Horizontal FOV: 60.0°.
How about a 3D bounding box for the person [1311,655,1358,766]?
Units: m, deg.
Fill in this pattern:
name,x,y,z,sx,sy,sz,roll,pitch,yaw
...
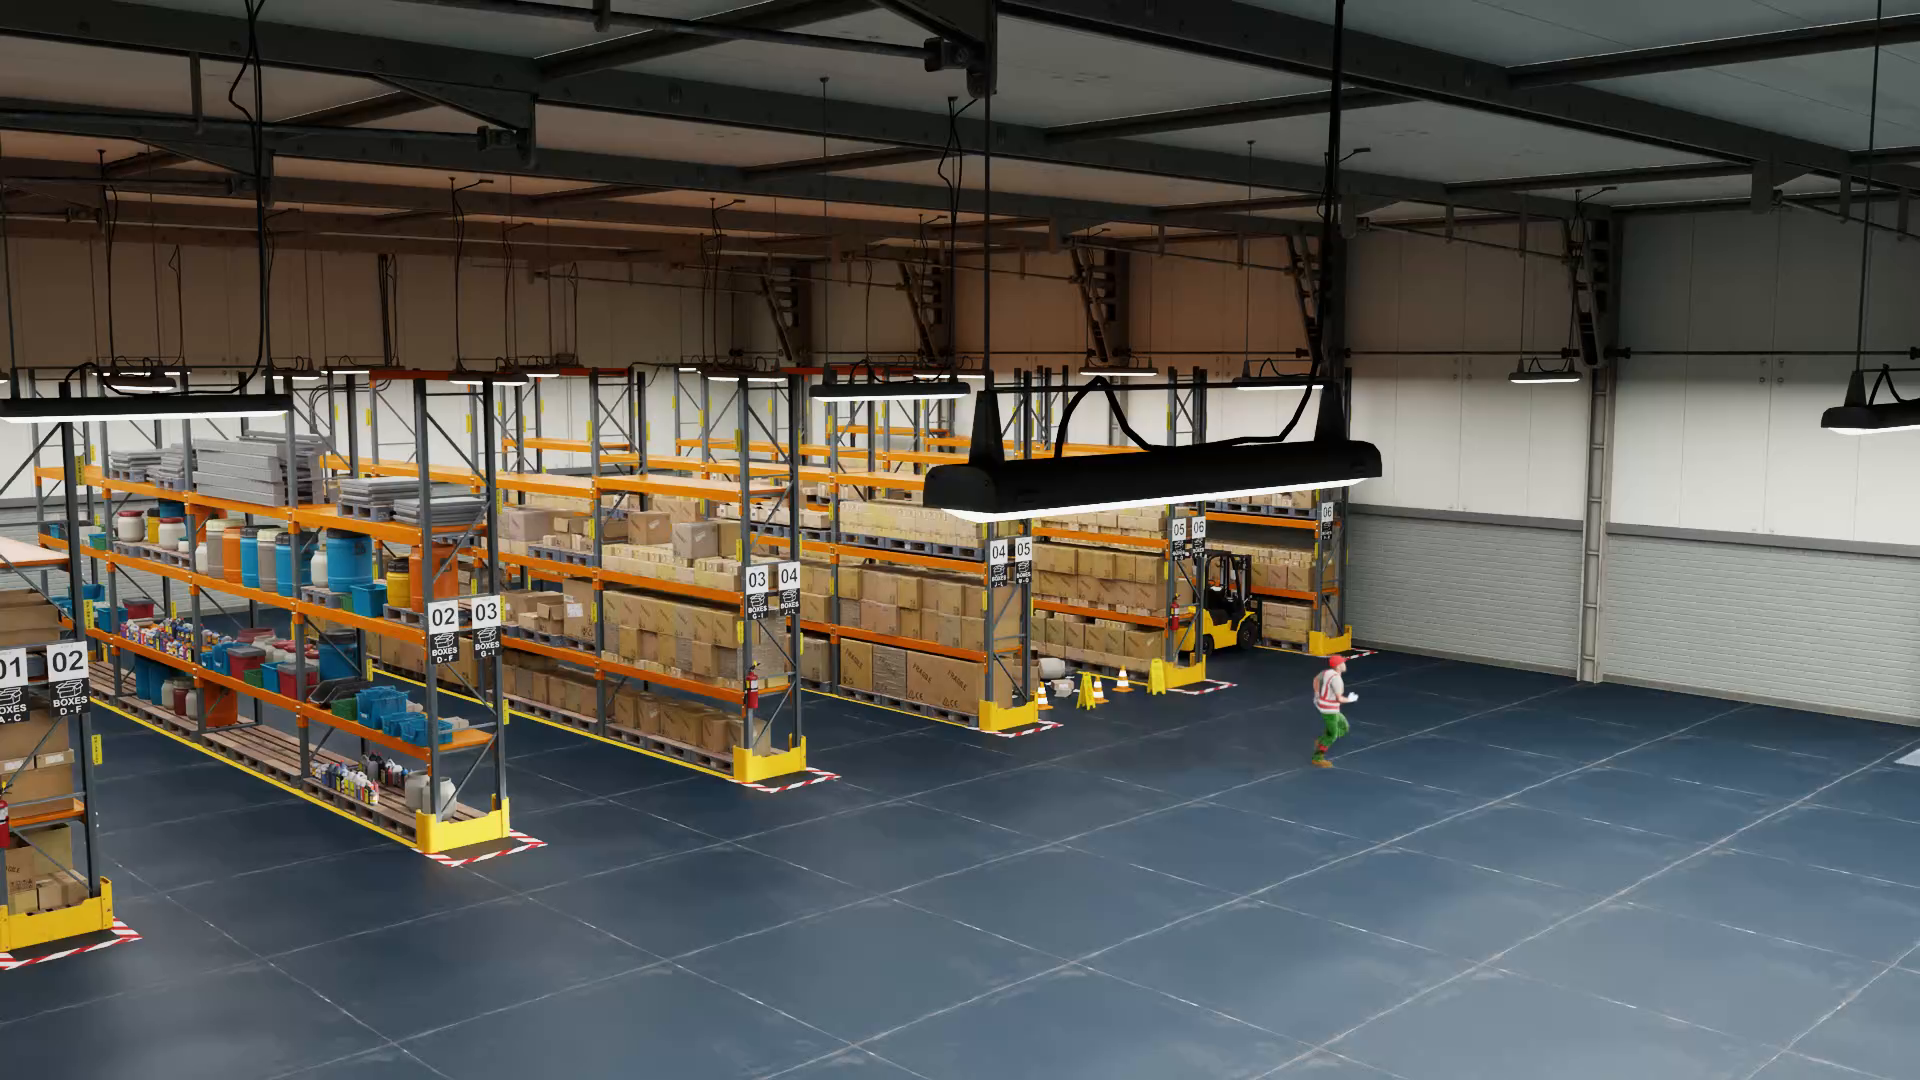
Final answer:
name,x,y,z,sx,sy,sz,roll,pitch,yaw
person,5.729,2.600,25.412,0.657,1.728,0.707,0,6,1
